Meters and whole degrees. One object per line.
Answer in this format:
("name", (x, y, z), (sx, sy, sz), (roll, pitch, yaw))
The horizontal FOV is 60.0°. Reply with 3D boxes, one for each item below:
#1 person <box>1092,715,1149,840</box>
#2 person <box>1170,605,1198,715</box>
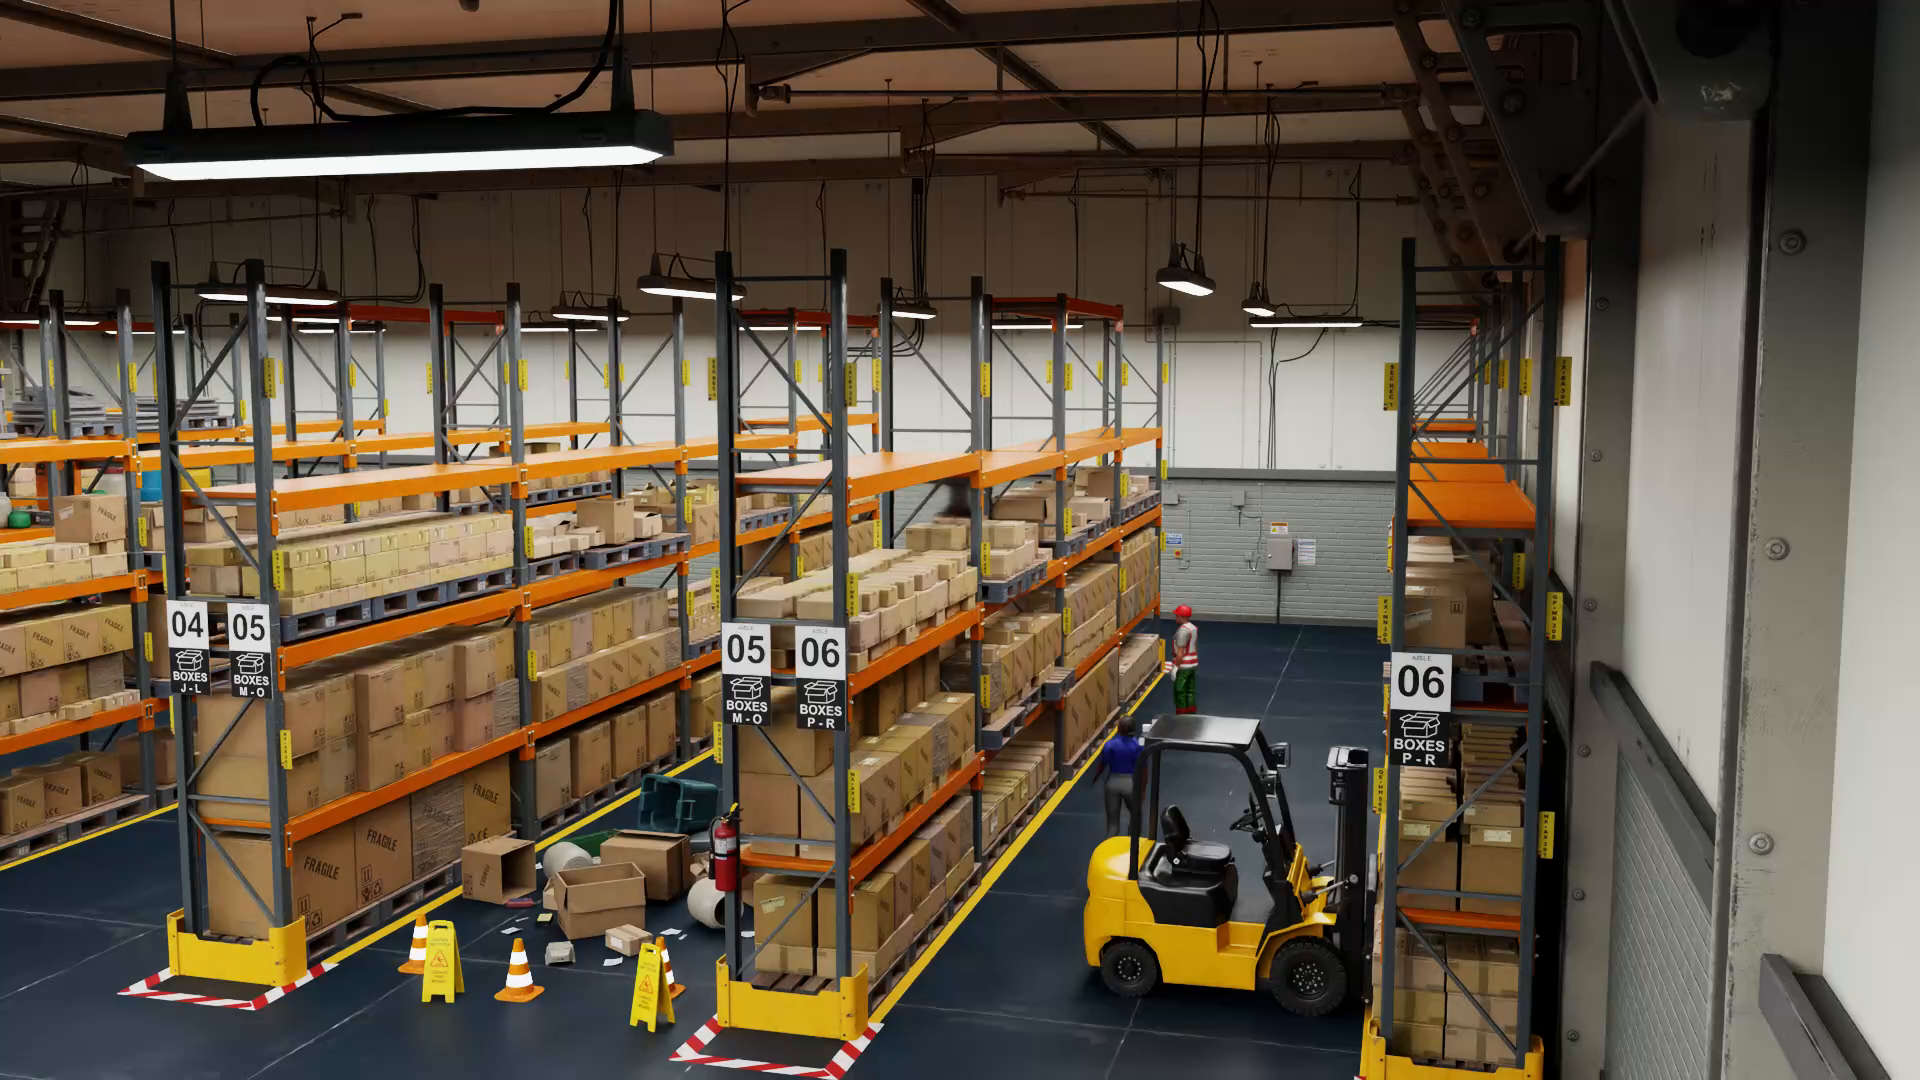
("person", (1.623, 2.577, 17.030), (0.623, 1.649, 0.778), (2, 6, 17))
("person", (3.140, 1.800, 23.362), (0.375, 1.788, 0.625), (4, 7, 32))
